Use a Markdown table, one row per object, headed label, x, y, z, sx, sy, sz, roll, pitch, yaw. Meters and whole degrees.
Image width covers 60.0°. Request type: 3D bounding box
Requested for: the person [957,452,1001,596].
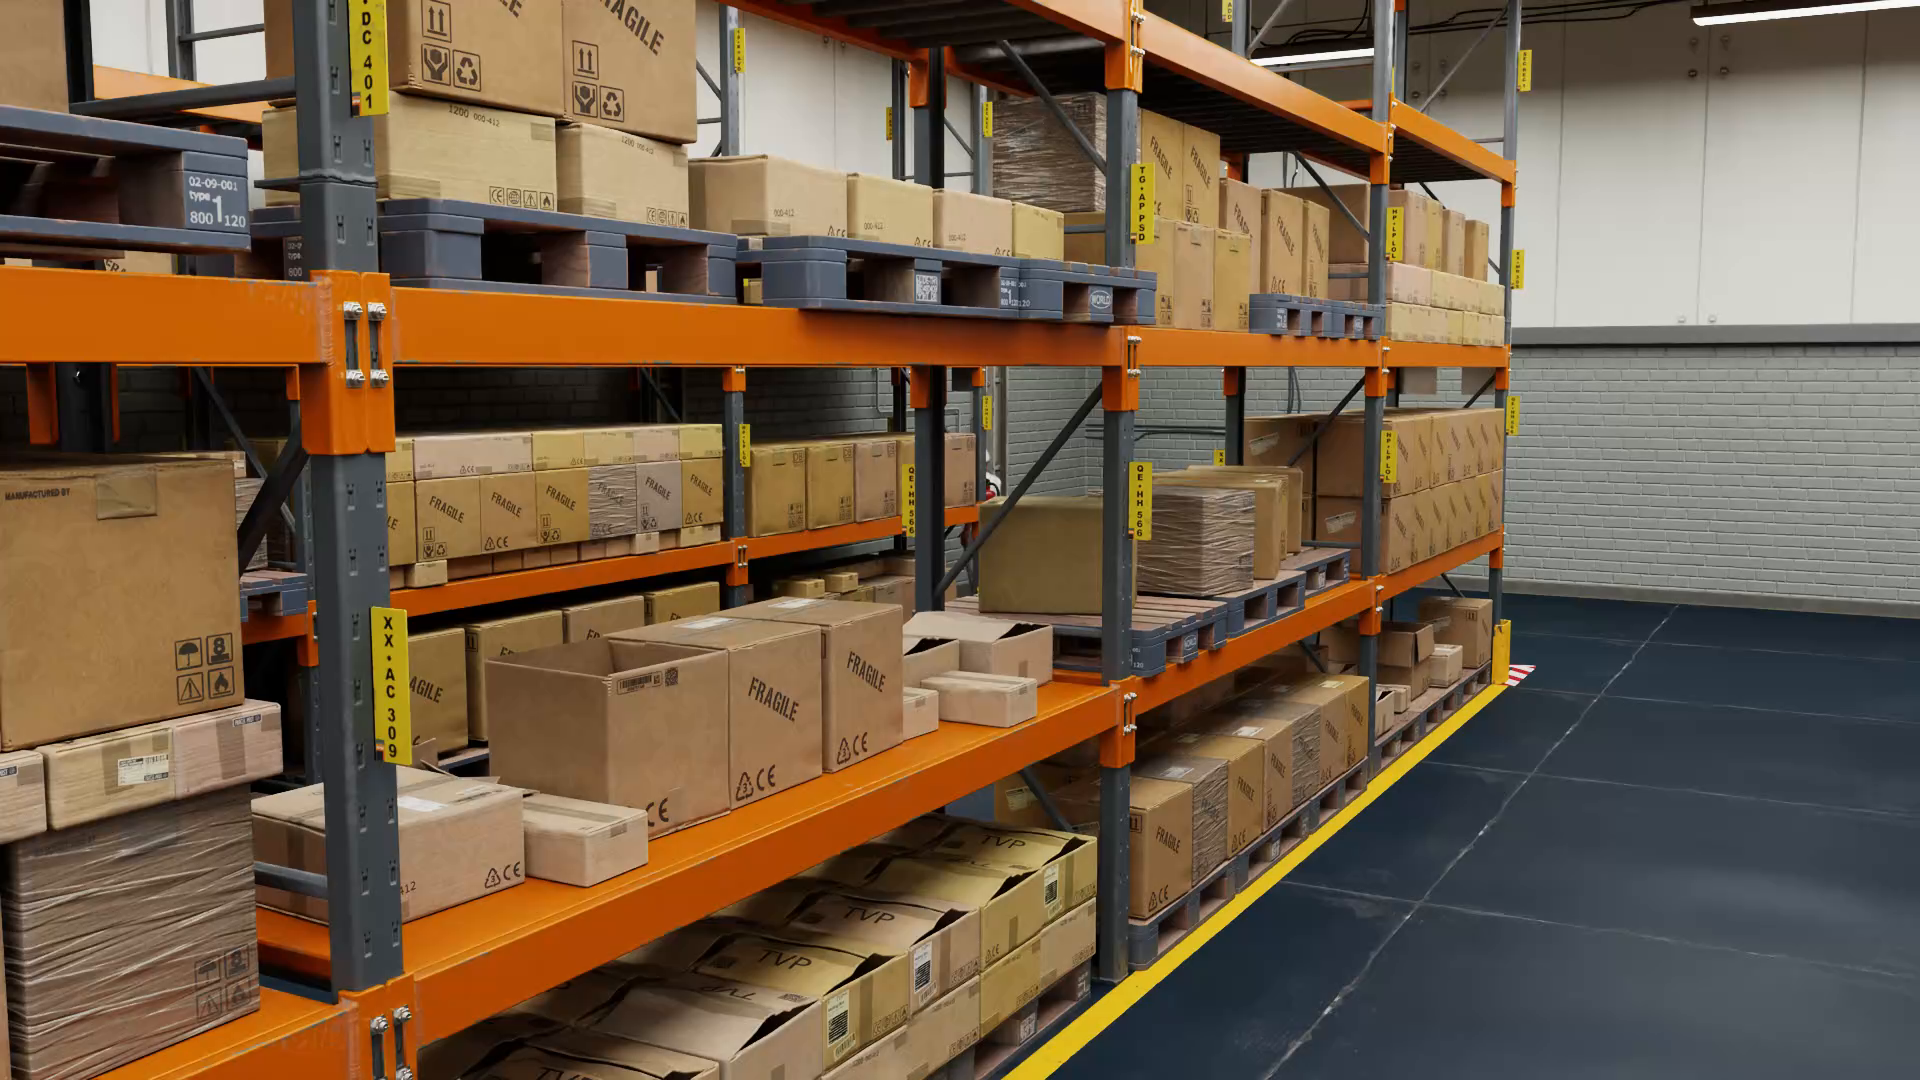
| label | x | y | z | sx | sy | sz | roll | pitch | yaw |
| --- | --- | --- | --- | --- | --- | --- | --- | --- | --- |
| person | 0.202 | -0.112 | 18.119 | 0.363 | 1.763 | 0.565 | 3 | 7 | 30 |
